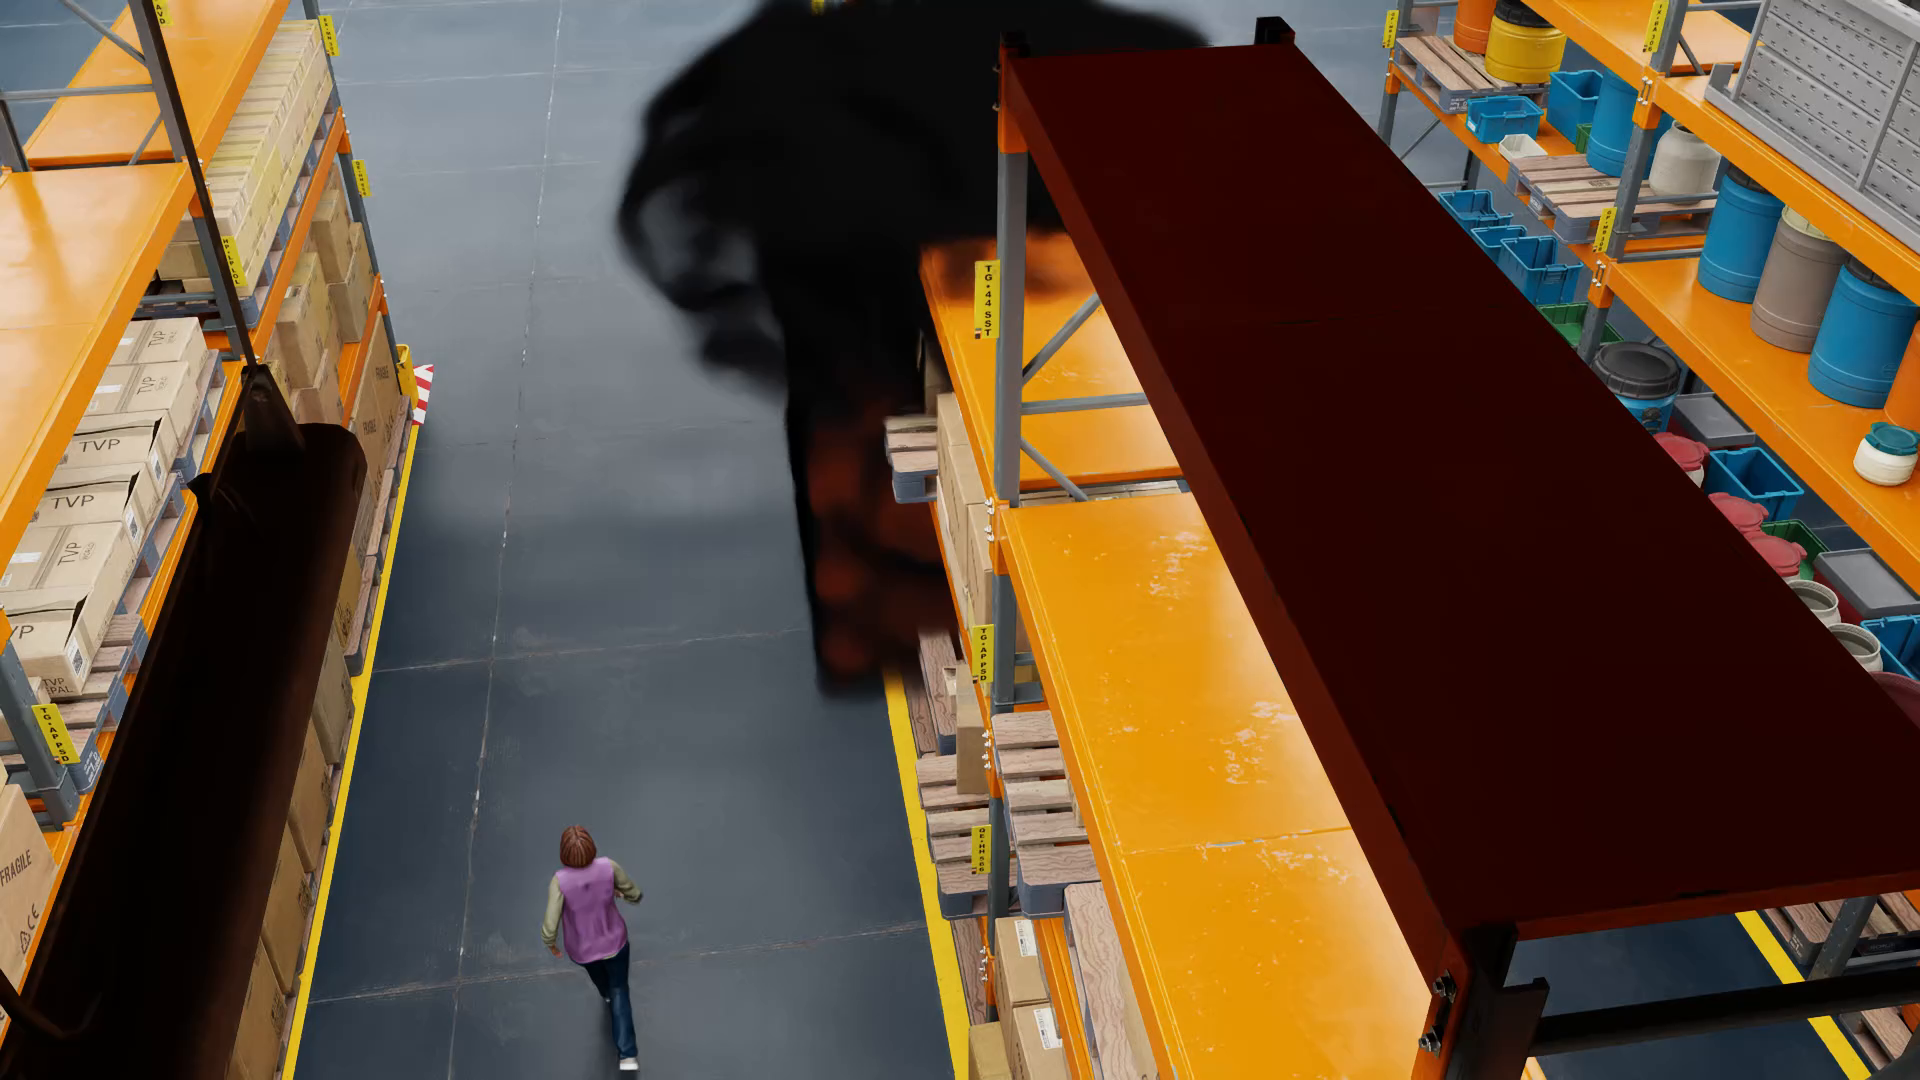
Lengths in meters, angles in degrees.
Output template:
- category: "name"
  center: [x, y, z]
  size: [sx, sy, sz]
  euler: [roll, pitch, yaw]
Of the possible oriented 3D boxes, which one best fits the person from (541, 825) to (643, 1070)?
- category: "person"
  center: [-1.971, 2.226, 9.084]
  size: [0.564, 1.592, 0.921]
  euler: [-13, 38, -17]
